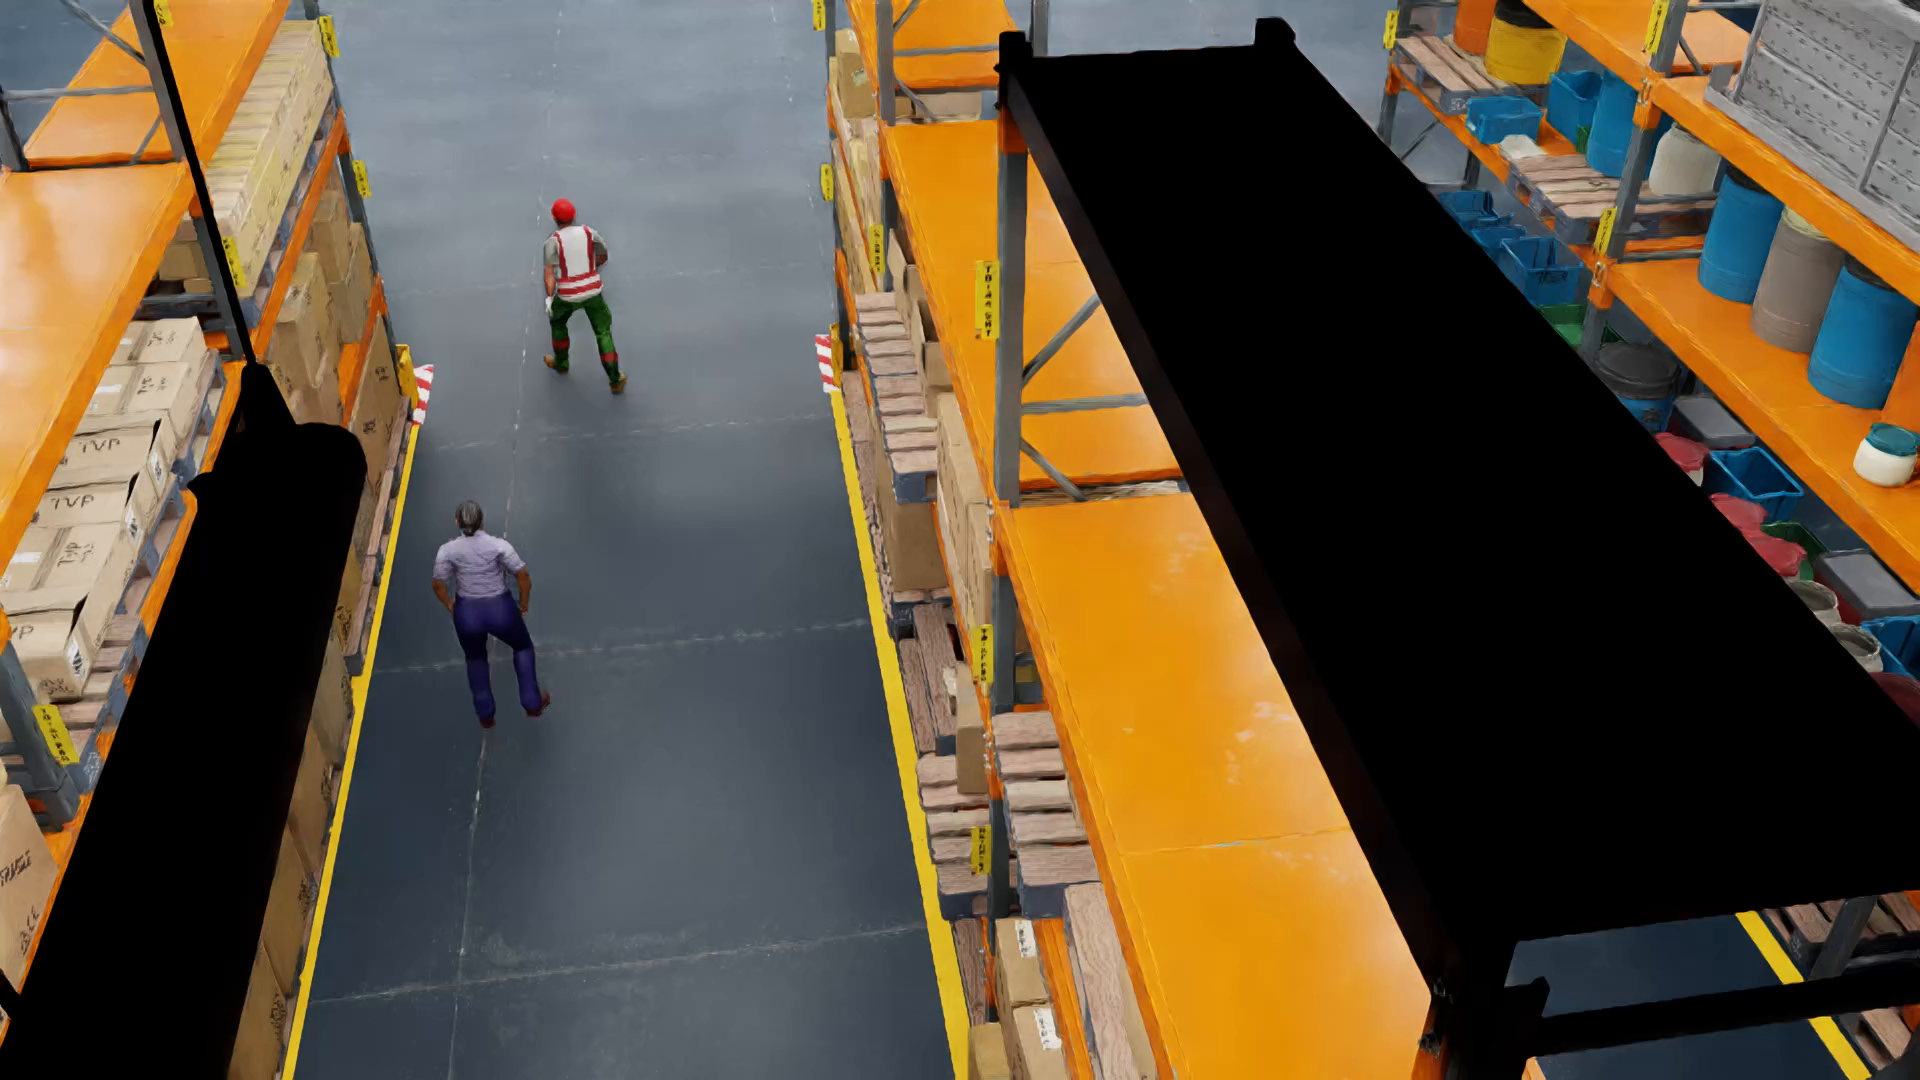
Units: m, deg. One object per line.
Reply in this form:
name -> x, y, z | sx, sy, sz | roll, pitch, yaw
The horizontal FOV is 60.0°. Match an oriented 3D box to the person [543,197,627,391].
person -> -3.454, -2.235, 15.029 | 0.684, 1.715, 0.844 | -16, 39, -20

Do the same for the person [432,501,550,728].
person -> -3.116, 0.486, 10.987 | 0.625, 1.595, 0.517 | -7, 37, -9
